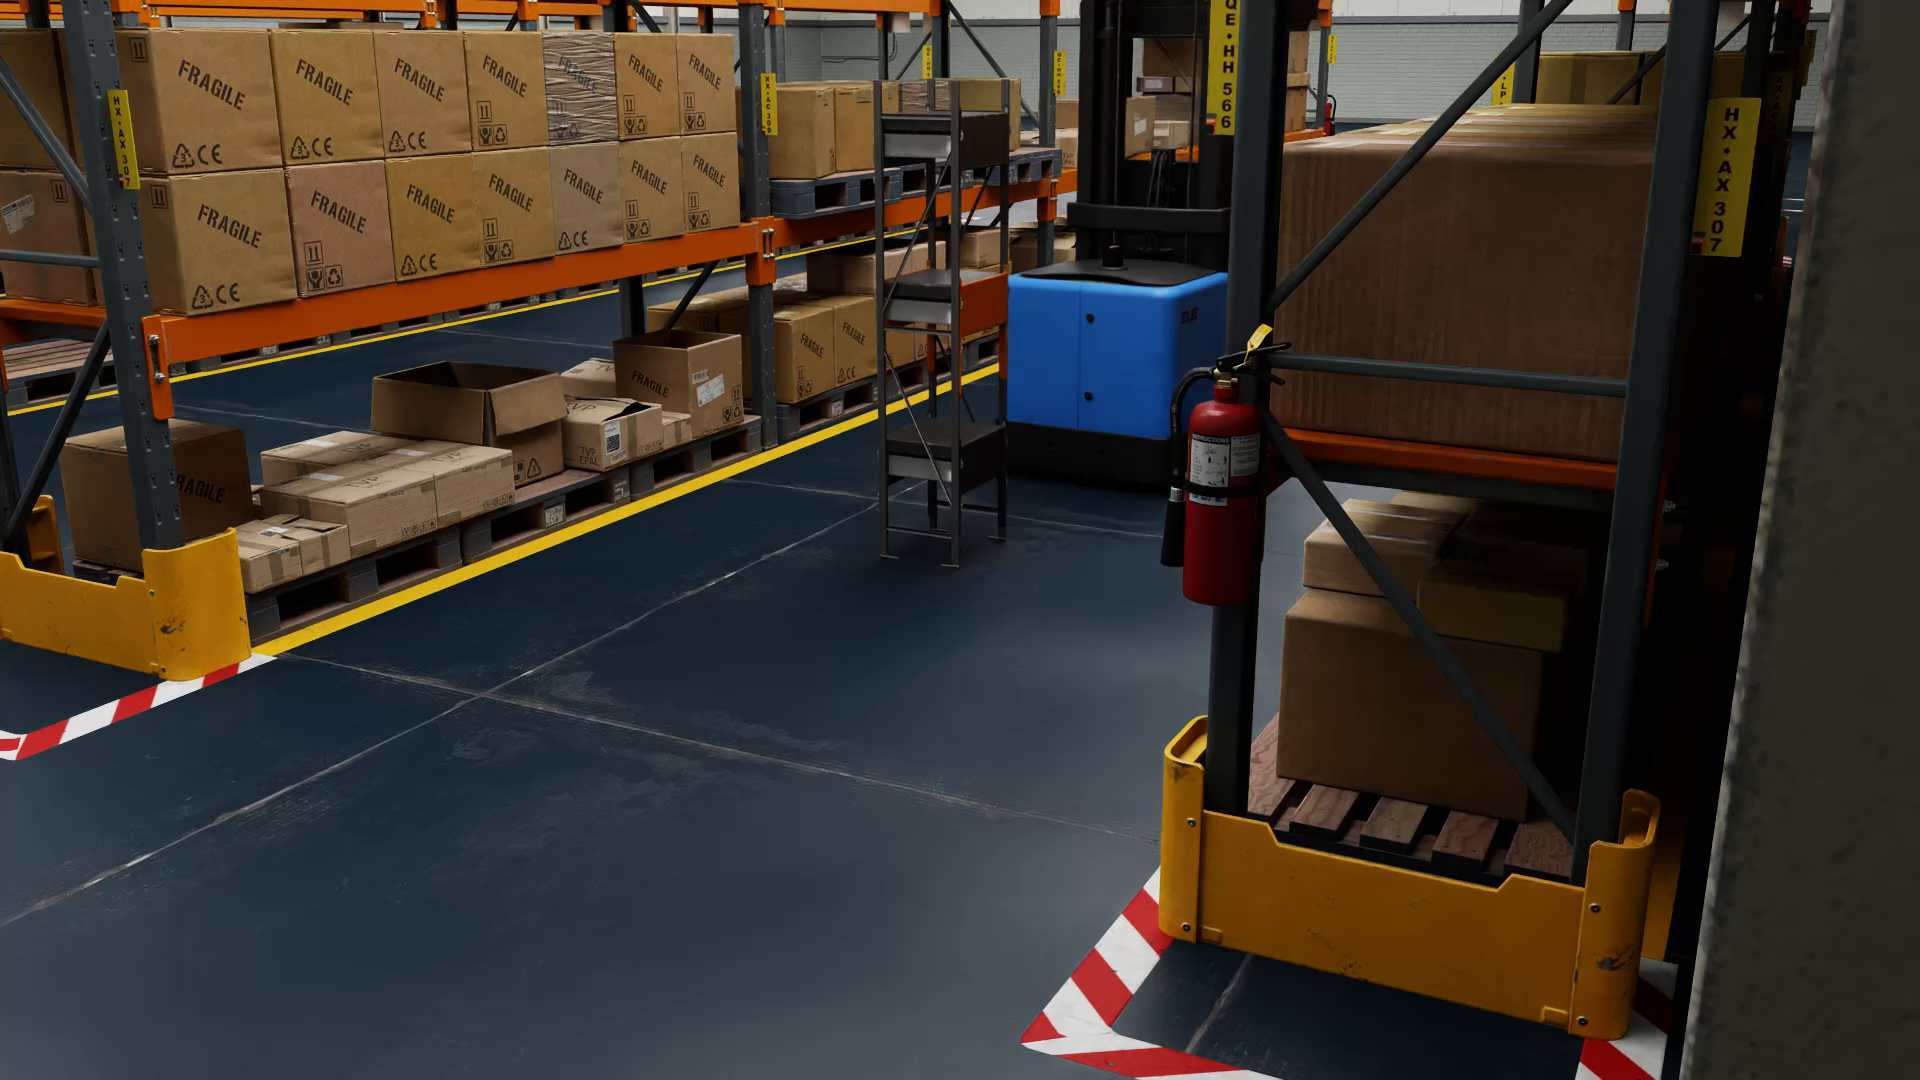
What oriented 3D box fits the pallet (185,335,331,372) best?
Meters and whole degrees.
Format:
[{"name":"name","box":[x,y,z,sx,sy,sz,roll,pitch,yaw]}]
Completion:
[{"name":"pallet","box":[-5.581,-1.514,12.584,1.003,0.211,1.213,8,18,25]}]

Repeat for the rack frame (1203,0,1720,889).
[{"name":"rack frame","box":[1.113,-0.380,3.870,1.000,3.000,0.127,8,18,25]}]

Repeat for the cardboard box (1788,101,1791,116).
[{"name":"cardboard box","box":[8.242,-4.606,17.007,0.500,0.500,0.500,8,18,25]}]

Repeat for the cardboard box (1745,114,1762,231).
[{"name":"cardboard box","box":[3.331,-1.684,7.527,0.500,0.500,0.500,7,18,23]}]

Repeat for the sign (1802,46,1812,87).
[{"name":"sign","box":[6.973,-3.922,13.761,0.100,0.325,0.005,8,18,25]}]

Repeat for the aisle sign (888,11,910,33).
[{"name":"aisle sign","box":[-0.831,-7.018,21.652,0.394,0.787,0.004,8,18,25]}]

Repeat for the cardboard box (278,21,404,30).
[{"name":"cardboard box","box":[-7.299,-5.632,19.759,1.000,1.000,1.000,8,18,26]}]

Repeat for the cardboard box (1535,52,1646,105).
[{"name":"cardboard box","box":[2.880,-2.110,7.644,0.500,0.250,0.500,9,19,27]}]

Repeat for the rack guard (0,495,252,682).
[{"name":"rack guard","box":[-3.286,0.170,6.409,1.175,0.500,0.348,8,18,25]}]

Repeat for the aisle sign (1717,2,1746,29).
[{"name":"aisle sign","box":[8.026,-5.758,17.411,0.394,0.787,0.004,8,18,25]}]

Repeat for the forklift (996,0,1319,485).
[{"name":"forklift","box":[1.357,-2.058,9.639,1.130,2.935,3.031,9,19,28]}]

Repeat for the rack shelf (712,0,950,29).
[{"name":"rack shelf","box":[-1.494,-6.300,19.795,1.077,0.370,4.000,8,18,25]}]

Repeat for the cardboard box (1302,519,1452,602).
[{"name":"cardboard box","box":[1.231,0.059,4.905,0.380,0.149,0.250,8,18,25]}]

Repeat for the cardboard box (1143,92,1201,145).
[{"name":"cardboard box","box":[2.234,-4.228,16.648,0.700,0.500,0.500,8,18,24]}]

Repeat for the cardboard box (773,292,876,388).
[{"name":"cardboard box","box":[-0.871,-1.270,10.485,0.500,0.500,0.500,8,18,26]}]

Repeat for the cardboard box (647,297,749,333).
[{"name":"cardboard box","box":[-1.569,-1.203,10.258,0.500,0.500,0.500,8,18,25]}]

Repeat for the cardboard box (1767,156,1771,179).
[{"name":"cardboard box","box":[4.476,-2.337,9.726,0.500,0.500,0.500,8,18,25]}]

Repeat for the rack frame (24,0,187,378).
[{"name":"rack frame","box":[-5.963,-2.659,11.544,1.000,3.000,0.127,8,18,25]}]

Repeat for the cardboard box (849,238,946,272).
[{"name":"cardboard box","box":[-0.428,-1.875,11.204,0.500,0.250,0.500,8,18,24]}]

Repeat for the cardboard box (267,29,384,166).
[{"name":"cardboard box","box":[-2.659,-1.750,6.551,0.500,0.500,0.500,8,18,26]}]

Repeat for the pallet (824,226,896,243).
[{"name":"pallet","box":[-1.507,-3.838,20.410,1.003,0.211,1.213,8,18,25]}]

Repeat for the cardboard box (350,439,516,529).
[{"name":"cardboard box","box":[-2.377,-0.259,7.519,0.500,0.250,0.500,8,18,25]}]

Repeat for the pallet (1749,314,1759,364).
[{"name":"pallet","box":[5.584,-1.590,12.839,1.003,0.211,1.213,8,18,25]}]

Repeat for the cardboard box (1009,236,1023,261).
[{"name":"cardboard box","box":[0.268,-2.364,13.655,0.500,0.311,0.500,9,19,27]}]

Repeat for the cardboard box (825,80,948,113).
[{"name":"cardboard box","box":[-0.506,-2.913,11.484,0.700,0.500,0.500,12,21,36]}]

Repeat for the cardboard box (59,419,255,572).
[{"name":"cardboard box","box":[-3.298,-0.192,6.853,0.500,0.500,0.500,8,18,25]}]

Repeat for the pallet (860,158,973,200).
[{"name":"pallet","box":[-0.611,-2.459,11.207,1.003,0.211,1.213,8,18,25]}]

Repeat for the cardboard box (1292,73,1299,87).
[{"name":"cardboard box","box":[3.599,-5.190,18.749,0.380,0.149,0.250,8,18,25]}]

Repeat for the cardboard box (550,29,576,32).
[{"name":"cardboard box","box":[-5.500,-6.589,22.321,0.500,0.500,0.500,8,18,25]}]

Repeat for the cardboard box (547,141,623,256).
[{"name":"cardboard box","box":[-1.983,-1.654,7.982,0.500,0.500,0.500,9,19,27]}]

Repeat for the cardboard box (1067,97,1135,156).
[{"name":"cardboard box","box":[1.225,-3.659,14.732,0.500,0.500,0.500,8,18,25]}]

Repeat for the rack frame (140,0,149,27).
[{"name":"rack frame","box":[-8.606,-4.308,17.095,1.000,3.000,0.127,8,18,25]}]

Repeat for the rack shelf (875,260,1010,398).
[{"name":"rack shelf","box":[-0.074,-0.951,7.421,0.431,0.518,0.480,8,18,25]}]

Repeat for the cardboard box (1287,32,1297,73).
[{"name":"cardboard box","box":[3.355,-5.489,18.617,0.700,0.500,0.500,8,18,24]}]

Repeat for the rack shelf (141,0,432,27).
[{"name":"rack shelf","box":[-7.713,-5.911,18.486,1.077,0.370,4.000,8,18,25]}]

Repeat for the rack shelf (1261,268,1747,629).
[{"name":"rack shelf","box":[2.007,-0.545,5.687,1.077,0.370,4.000,8,18,25]}]

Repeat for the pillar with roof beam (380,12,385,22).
[{"name":"pillar with roof beam","box":[-10.244,-13.560,37.706,9.100,9.000,0.400,8,18,25]}]

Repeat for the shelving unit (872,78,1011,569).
[{"name":"shelving unit","box":[-0.074,-0.964,7.417,0.431,2.100,0.503,8,18,25]}]

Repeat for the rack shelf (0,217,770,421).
[{"name":"rack shelf","box":[-2.427,-1.174,7.806,1.077,0.370,4.000,8,18,25]}]

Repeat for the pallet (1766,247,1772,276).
[{"name":"pallet","box":[7.834,-2.897,17.241,1.003,0.211,1.213,8,18,25]}]

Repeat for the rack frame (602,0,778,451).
[{"name":"rack frame","box":[-1.533,-2.028,9.419,1.000,3.000,0.127,8,18,25]}]

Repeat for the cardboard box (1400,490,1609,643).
[{"name":"cardboard box","box":[2.016,0.033,6.130,0.700,0.500,0.500,9,19,27]}]

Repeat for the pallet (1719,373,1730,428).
[{"name":"pallet","box":[4.268,-0.890,10.483,1.003,0.211,1.213,8,18,25]}]

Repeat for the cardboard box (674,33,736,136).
[{"name":"cardboard box","box":[-1.527,-2.394,8.717,0.500,0.500,0.500,8,18,26]}]

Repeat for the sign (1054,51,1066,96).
[{"name":"sign","box":[0.744,-3.498,12.471,0.100,0.325,0.005,8,18,25]}]

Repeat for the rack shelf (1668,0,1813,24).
[{"name":"rack shelf","box":[7.369,-5.039,15.551,1.077,0.370,4.000,8,18,25]}]

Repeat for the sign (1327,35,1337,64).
[{"name":"sign","box":[4.308,-5.681,19.267,0.100,0.325,0.005,8,18,25]}]

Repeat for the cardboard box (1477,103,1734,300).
[{"name":"cardboard box","box":[2.643,-1.407,6.799,0.980,0.700,0.700,8,19,26]}]
